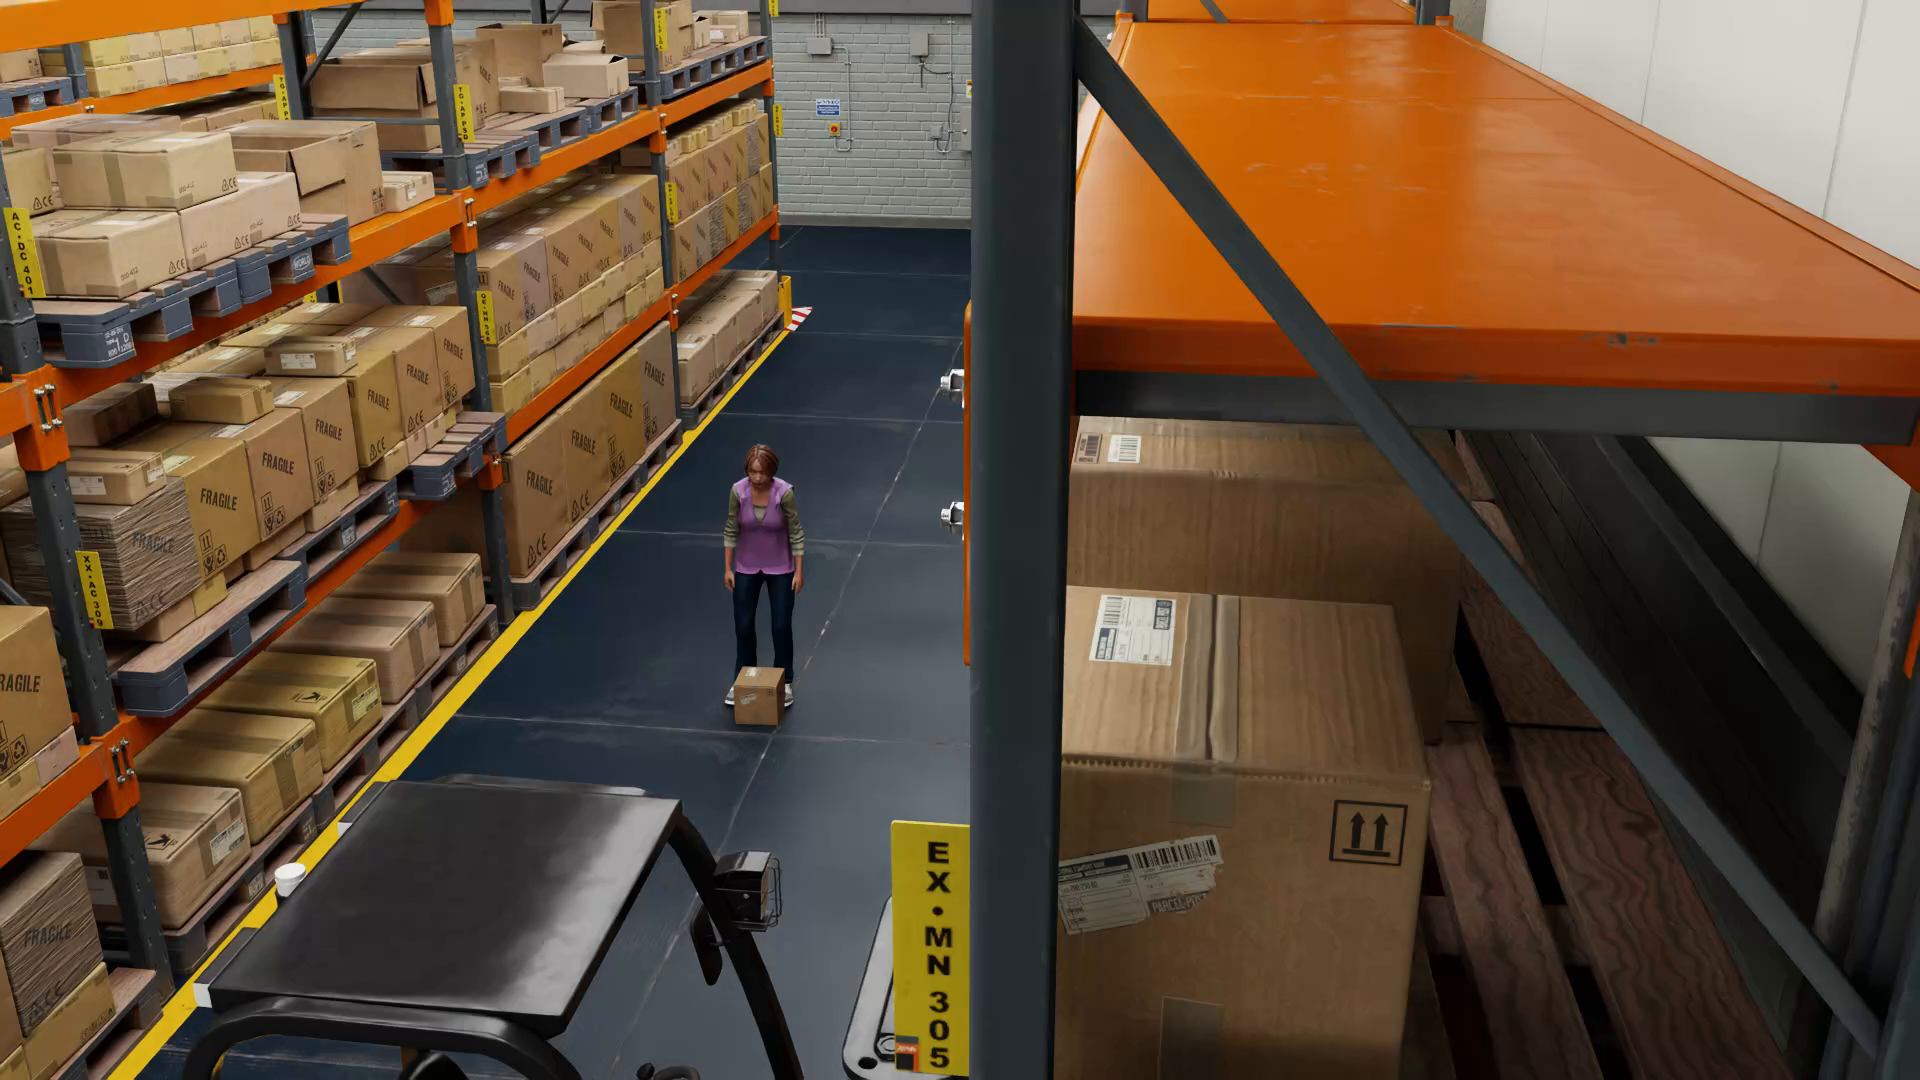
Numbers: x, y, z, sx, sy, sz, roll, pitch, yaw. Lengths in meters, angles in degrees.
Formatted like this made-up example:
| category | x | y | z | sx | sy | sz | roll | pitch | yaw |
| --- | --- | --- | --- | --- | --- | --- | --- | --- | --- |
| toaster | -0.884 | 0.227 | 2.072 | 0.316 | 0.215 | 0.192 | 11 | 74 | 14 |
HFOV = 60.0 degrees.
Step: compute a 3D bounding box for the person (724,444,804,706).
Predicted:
| category | x | y | z | sx | sy | sz | roll | pitch | yaw |
| --- | --- | --- | --- | --- | --- | --- | --- | --- | --- |
| person | -1.135 | 0.192 | 9.610 | 0.485 | 1.594 | 0.341 | 1 | 22 | 3 |
